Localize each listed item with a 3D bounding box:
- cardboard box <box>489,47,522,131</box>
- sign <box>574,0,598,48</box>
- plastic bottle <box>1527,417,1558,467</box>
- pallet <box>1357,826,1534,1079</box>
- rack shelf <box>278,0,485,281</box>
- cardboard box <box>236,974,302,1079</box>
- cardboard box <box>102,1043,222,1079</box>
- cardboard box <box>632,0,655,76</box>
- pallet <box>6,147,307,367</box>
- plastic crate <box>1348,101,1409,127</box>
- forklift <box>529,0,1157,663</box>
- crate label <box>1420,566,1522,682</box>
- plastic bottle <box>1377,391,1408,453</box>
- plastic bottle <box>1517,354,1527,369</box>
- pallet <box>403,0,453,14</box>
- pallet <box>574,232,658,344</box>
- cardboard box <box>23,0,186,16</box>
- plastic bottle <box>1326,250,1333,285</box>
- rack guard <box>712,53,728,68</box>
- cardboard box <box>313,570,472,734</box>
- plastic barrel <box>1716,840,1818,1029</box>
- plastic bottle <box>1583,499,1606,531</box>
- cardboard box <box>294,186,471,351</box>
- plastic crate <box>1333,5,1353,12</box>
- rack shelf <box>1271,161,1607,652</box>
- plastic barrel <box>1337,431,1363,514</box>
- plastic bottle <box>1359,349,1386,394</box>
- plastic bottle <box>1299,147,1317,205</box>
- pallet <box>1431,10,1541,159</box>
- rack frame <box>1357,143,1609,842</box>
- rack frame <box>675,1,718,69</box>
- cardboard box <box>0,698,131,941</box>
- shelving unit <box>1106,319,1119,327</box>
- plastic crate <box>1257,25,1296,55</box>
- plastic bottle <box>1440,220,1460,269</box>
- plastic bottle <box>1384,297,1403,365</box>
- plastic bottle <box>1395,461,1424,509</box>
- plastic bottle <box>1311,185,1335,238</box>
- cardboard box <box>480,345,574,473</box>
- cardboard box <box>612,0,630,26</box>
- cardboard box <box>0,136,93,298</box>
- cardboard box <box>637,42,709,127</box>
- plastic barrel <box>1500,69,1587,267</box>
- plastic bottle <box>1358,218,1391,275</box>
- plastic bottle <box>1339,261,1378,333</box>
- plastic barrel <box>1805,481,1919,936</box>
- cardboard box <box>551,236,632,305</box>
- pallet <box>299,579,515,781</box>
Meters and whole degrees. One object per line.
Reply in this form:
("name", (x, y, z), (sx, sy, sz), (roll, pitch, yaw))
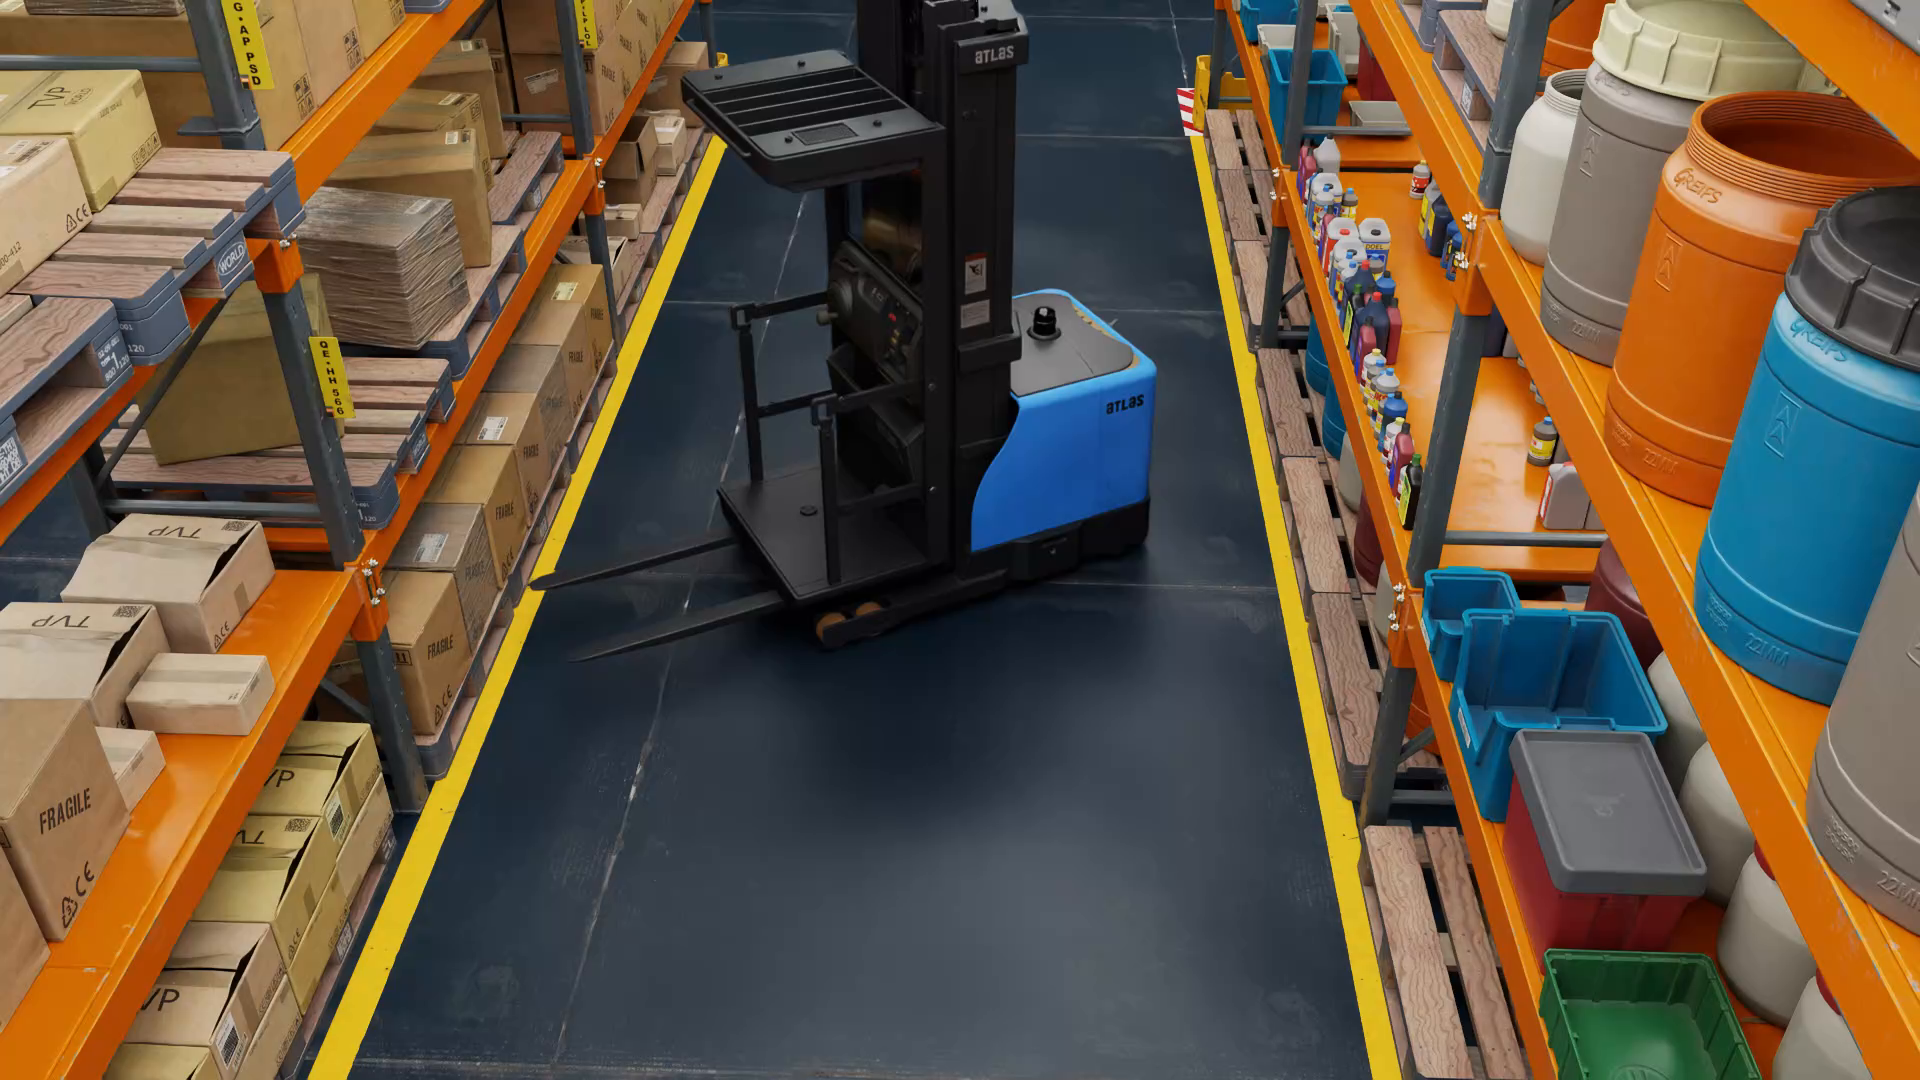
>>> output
("cardboard box", (-2.855, -2.743, 9.903), (0.500, 0.500, 0.500), (2, 35, 3))
("sign", (-2.064, -2.872, 9.166), (0.100, 0.325, 0.005), (1, 35, 2))
("plastic bottle", (2.403, -0.412, 6.846), (0.097, 0.201, 0.097), (0, 35, 0))
("pallet", (2.100, 1.591, 6.248), (1.003, 0.211, 1.213), (1, 35, 2))
("rack shelf", (-2.699, -2.193, 7.224), (1.077, 0.370, 4.000), (1, 35, 2))
("cardboard box", (-2.597, 1.736, 5.644), (0.500, 0.250, 0.500), (2, 35, 3))
("cardboard box", (-2.614, 1.796, 5.070), (0.500, 0.311, 0.500), (2, 35, 3))
("cardboard box", (-2.286, -3.318, 10.721), (0.500, 0.500, 0.500), (1, 35, 2))
("pallet", (-2.717, -0.869, 4.878), (1.213, 0.211, 1.003), (3, 35, 4))
("plastic crate", (2.492, -2.473, 9.783), (0.396, 0.136, 0.243), (1, 35, 2))
("forklift", (-0.577, -1.030, 7.613), (3.031, 2.935, 1.130), (-16, 38, -22))
("crate label", (1.778, 0.308, 5.795), (0.303, 0.233, 0.416), (1, 35, 2))
("plastic bottle", (1.800, -0.494, 6.902), (0.097, 0.271, 0.097), (0, 35, 0))
("plastic bottle", (2.589, -0.912, 7.497), (0.097, 0.271, 0.097), (0, 35, 0))
("pallet", (-2.754, -2.590, 7.327), (1.213, 0.211, 1.003), (1, 35, 2))
("pallet", (-2.590, -1.662, 10.878), (1.003, 0.211, 1.213), (1, 35, 2))
("cardboard box", (-2.755, -2.038, 5.422), (0.500, 0.500, 0.500), (1, 35, 2))
("plastic bottle", (1.862, -1.356, 8.189), (0.097, 0.201, 0.097), (0, 35, 0))
("rack guard", (-2.461, -3.641, 13.441), (1.175, 0.500, 0.348), (1, 35, 2))
("cardboard box", (-2.475, 0.477, 7.199), (0.500, 0.500, 0.500), (3, 35, 4))
("plastic barrel", (2.314, 1.034, 4.498), (0.433, 0.535, 0.433), (0, 35, 0))
("plastic bottle", (2.510, -0.184, 6.457), (0.152, 0.276, 0.135), (1, 35, 2))
("cardboard box", (-2.639, -1.209, 7.355), (0.700, 0.500, 0.500), (8, 36, 11))
("plastic crate", (2.665, -3.361, 10.962), (0.416, 0.233, 0.300), (1, 35, 2))
("rack shelf", (2.250, -0.849, 7.920), (1.077, 0.370, 4.000), (1, 35, 2))
("plastic barrel", (2.151, -0.405, 8.461), (0.421, 0.512, 0.421), (0, 35, 0))
("plastic bottle", (1.819, -0.745, 7.320), (0.097, 0.201, 0.097), (0, 35, 0))
("plastic bottle", (1.884, -1.967, 8.987), (0.061, 0.283, 0.133), (1, 35, 2))
("pallet", (2.298, -1.581, 5.892), (1.003, 0.211, 1.213), (1, 35, 2))
("rack frame", (2.170, 0.006, 6.079), (1.000, 3.000, 0.127), (1, 35, 2))
("rack frame", (-2.458, -4.707, 12.784), (1.000, 3.000, 0.127), (1, 35, 2))
("cardboard box", (-2.830, 0.813, 4.843), (0.500, 0.500, 0.500), (0, 35, -1))
("shelving unit", (0.566, -1.037, 10.000), (0.258, 0.189, 1.200), (20, 39, 25))
("plastic crate", (2.100, -3.216, 10.841), (0.293, 0.136, 0.466), (1, 35, 2))
("plastic bottle", (2.477, -1.498, 8.331), (0.097, 0.271, 0.097), (0, 35, 0))
("plastic bottle", (1.957, -0.948, 7.538), (0.061, 0.283, 0.133), (1, 35, 2))
("plastic bottle", (1.783, -0.221, 6.574), (0.097, 0.201, 0.097), (0, 35, 0))
("plastic bottle", (1.885, -1.706, 8.627), (0.097, 0.271, 0.097), (0, 35, 0))
("cardboard box", (-2.401, -0.704, 8.880), (0.500, 0.500, 0.500), (2, 35, 2))
("cardboard box", (-2.298, -3.419, 9.996), (0.500, 0.500, 0.500), (0, 35, 0))
("cardboard box", (-2.744, -0.885, 4.502), (0.500, 0.250, 0.500), (2, 35, 3))
("cardboard box", (-2.234, -3.546, 12.924), (0.500, 0.500, 0.500), (1, 35, 2))
("plastic barrel", (1.851, -1.096, 4.940), (0.421, 0.512, 0.421), (0, 35, 0))
("plastic bottle", (2.046, -1.449, 8.256), (0.152, 0.276, 0.135), (1, 35, 2))
("plastic bottle", (1.867, -1.146, 7.761), (0.144, 0.351, 0.185), (1, 35, 2))
("plastic barrel", (1.839, 0.199, 2.759), (0.600, 0.901, 0.600), (0, 35, 0))
("cardboard box", (-2.386, -1.725, 10.497), (0.500, 0.311, 0.500), (1, 35, 2))
("pallet", (-2.712, 0.602, 7.655), (1.003, 0.211, 1.213), (1, 35, 2))
